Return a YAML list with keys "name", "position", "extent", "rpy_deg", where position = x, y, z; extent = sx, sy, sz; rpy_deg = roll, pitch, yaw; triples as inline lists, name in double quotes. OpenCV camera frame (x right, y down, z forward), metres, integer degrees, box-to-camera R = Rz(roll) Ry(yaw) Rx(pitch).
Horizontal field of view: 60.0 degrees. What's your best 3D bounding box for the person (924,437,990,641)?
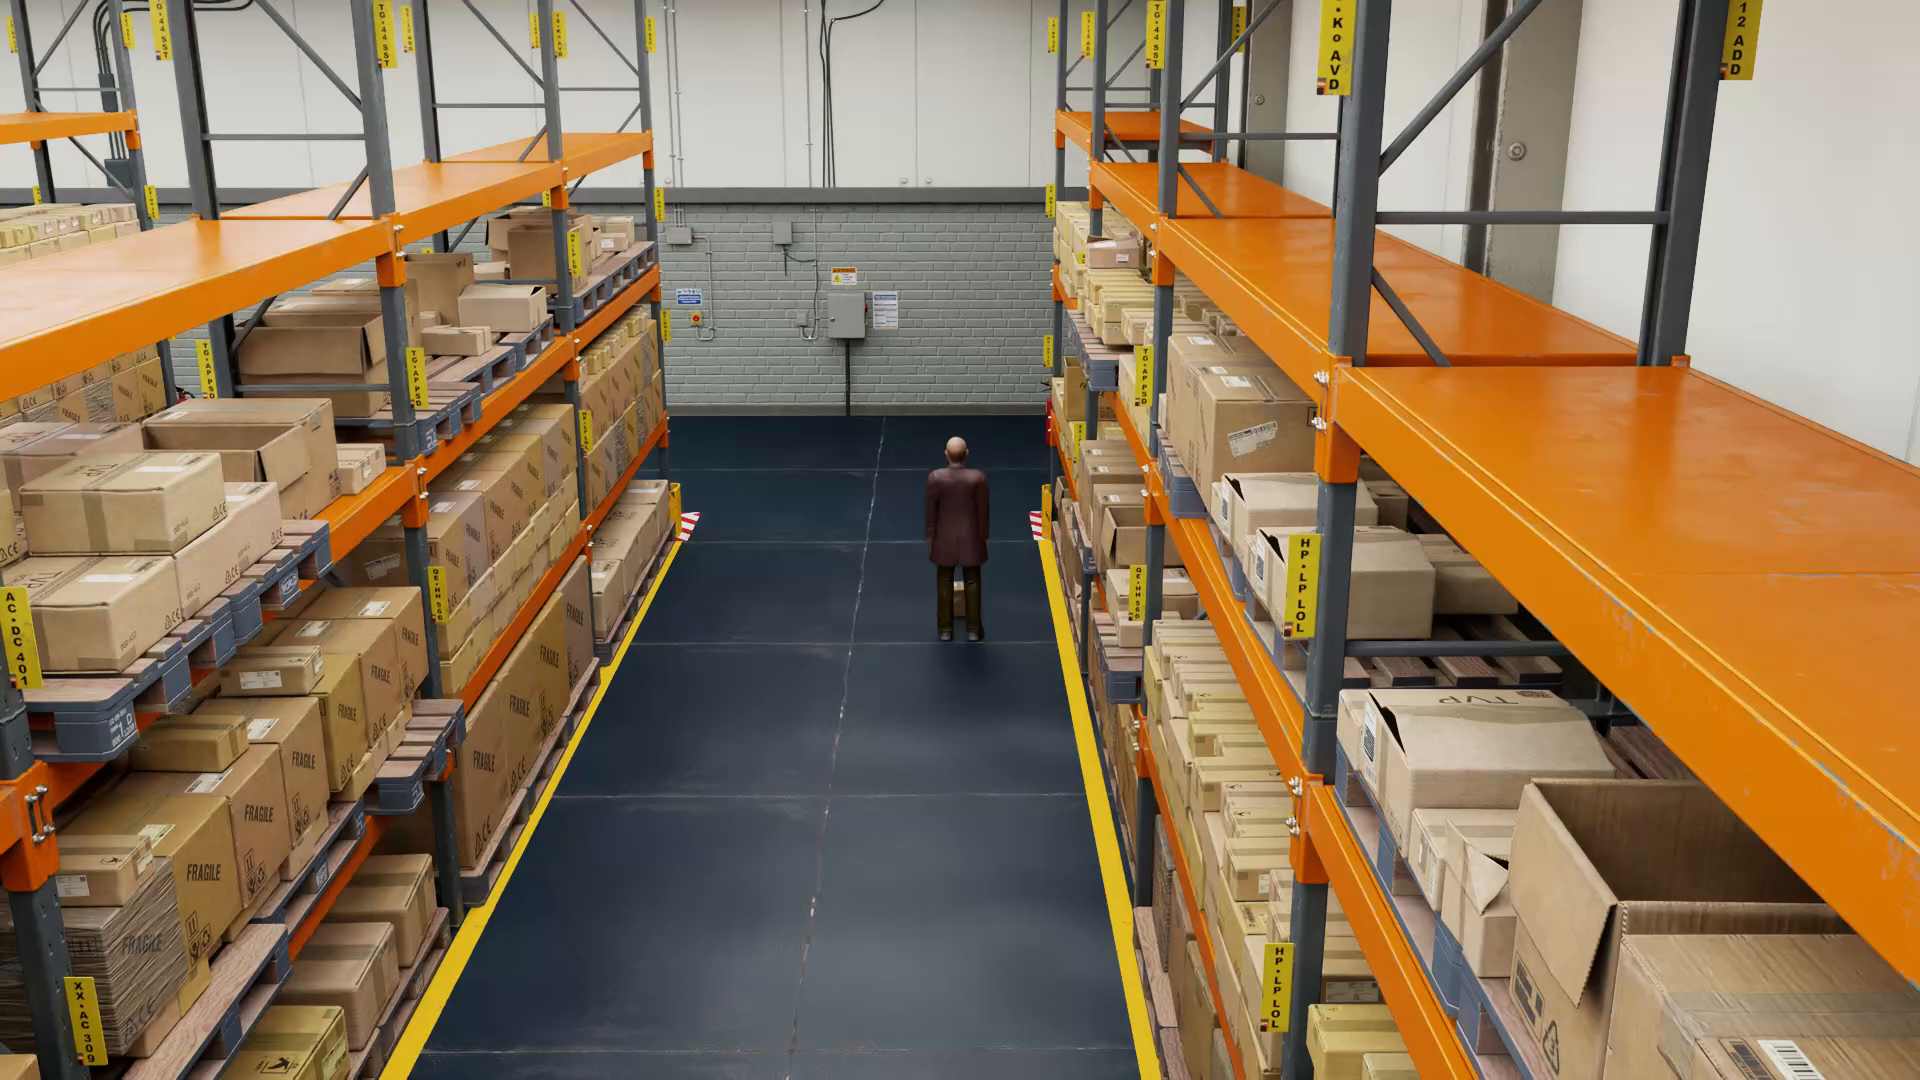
- name: "person"
  position: [-0.029, -0.021, 14.254]
  extent: [0.561, 1.777, 0.380]
  rpy_deg: [0, 17, 1]
